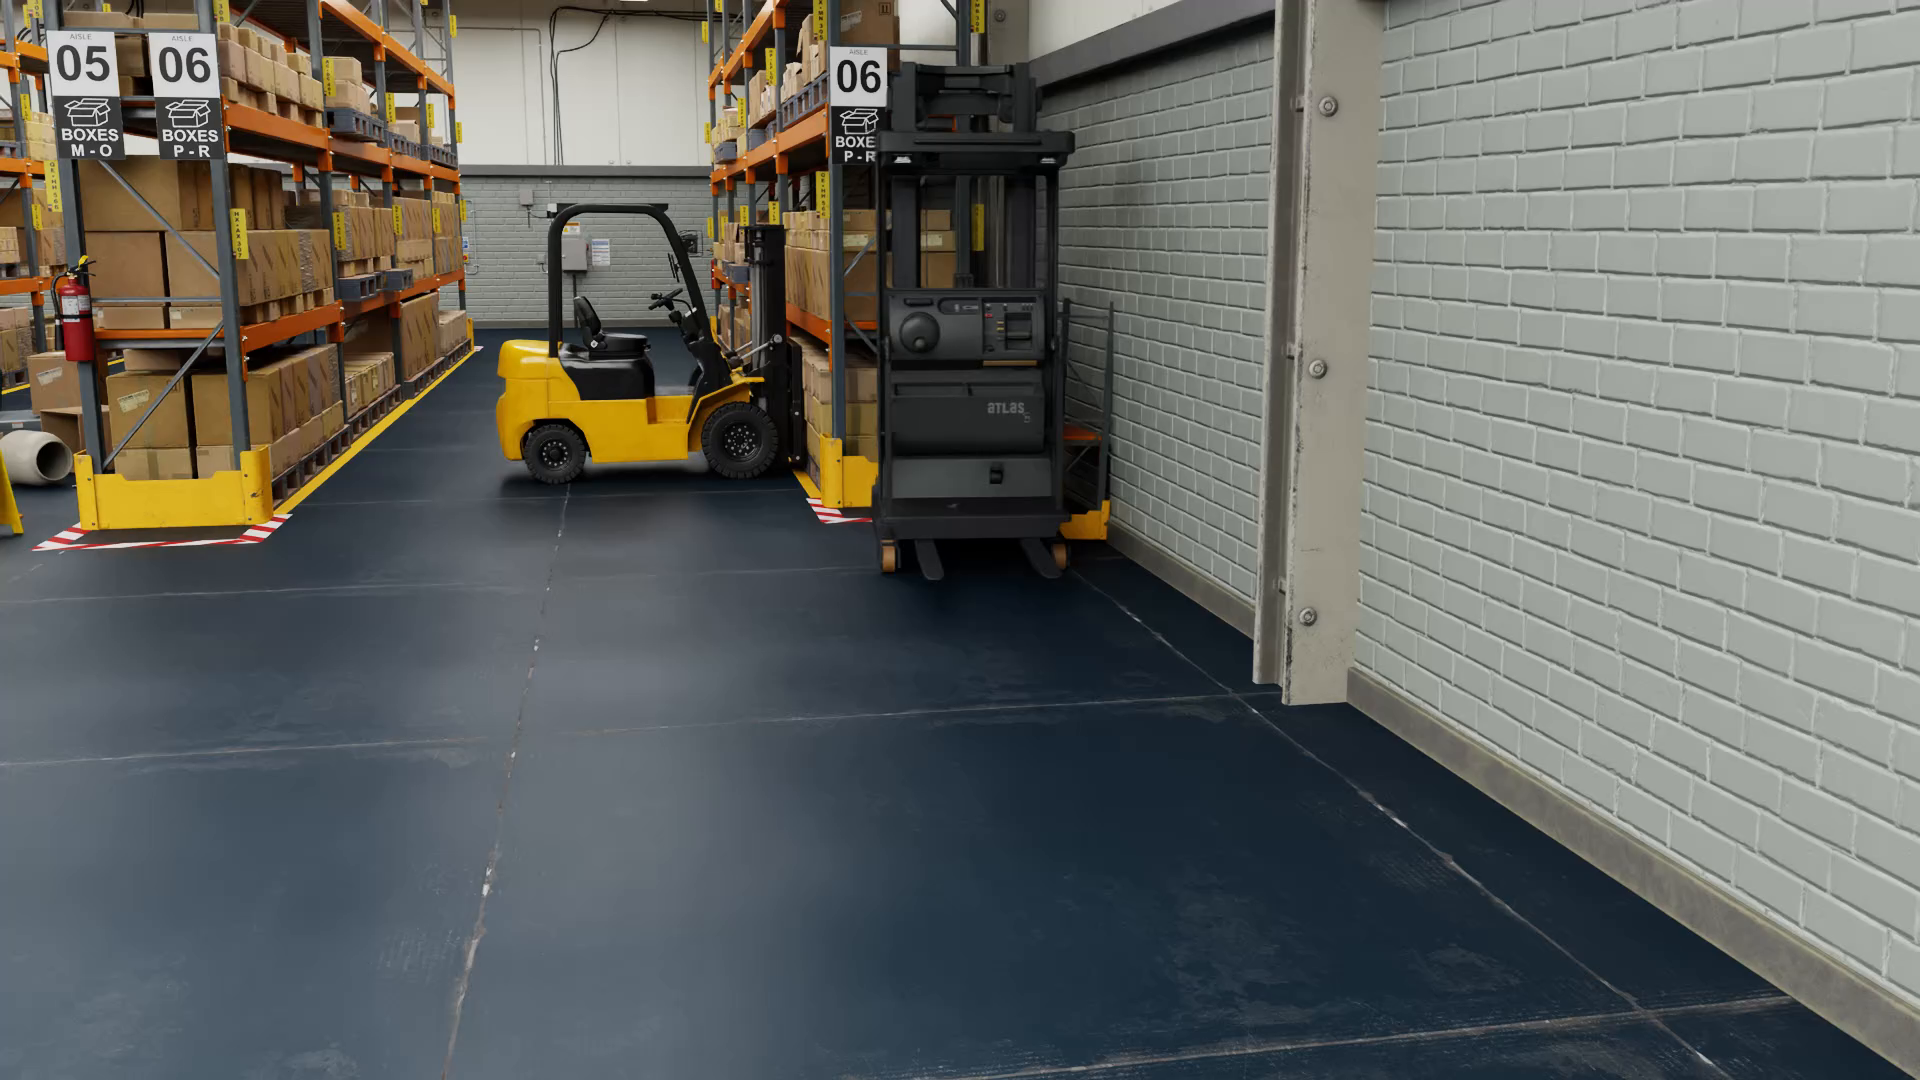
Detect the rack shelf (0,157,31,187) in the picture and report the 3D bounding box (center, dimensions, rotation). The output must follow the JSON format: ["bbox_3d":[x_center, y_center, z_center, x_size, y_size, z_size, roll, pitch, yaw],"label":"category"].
[{"bbox_3d":[-12.074,-4.331,19.332,1.077,0.370,4.000,-2,11,-11],"label":"rack shelf"}]

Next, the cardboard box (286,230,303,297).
[{"bbox_3d":[-5.424,-2.149,12.902,0.500,0.500,0.500,-2,11,-12],"label":"cardboard box"}]

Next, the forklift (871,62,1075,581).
[{"bbox_3d":[0.061,-1.308,9.731,1.130,2.935,3.031,-1,11,-4],"label":"forklift"}]

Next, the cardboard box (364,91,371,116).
[{"bbox_3d":[-6.011,-4.222,16.110,0.500,0.250,0.500,-2,11,-12],"label":"cardboard box"}]

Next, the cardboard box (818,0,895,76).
[{"bbox_3d":[-0.750,-3.607,11.946,0.500,0.500,0.500,-2,11,-9],"label":"cardboard box"}]

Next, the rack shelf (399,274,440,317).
[{"bbox_3d":[-7.238,-3.056,20.655,1.077,0.370,4.000,-2,11,-11],"label":"rack shelf"}]

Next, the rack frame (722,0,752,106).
[{"bbox_3d":[-2.759,-6.905,22.906,1.000,3.000,0.127,-2,11,-11],"label":"rack frame"}]

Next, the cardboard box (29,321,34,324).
[{"bbox_3d":[-13.113,-2.968,23.180,0.380,0.149,0.250,-3,11,-13],"label":"cardboard box"}]

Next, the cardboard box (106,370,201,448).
[{"bbox_3d":[-5.705,-0.937,11.822,0.500,0.500,0.500,-2,11,-11],"label":"cardboard box"}]

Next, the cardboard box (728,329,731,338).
[{"bbox_3d":[-3.225,-2.978,24.508,0.396,0.266,0.258,-2,11,-9],"label":"cardboard box"}]

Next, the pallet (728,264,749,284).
[{"bbox_3d":[-2.182,-3.252,20.271,1.213,0.211,1.003,-2,11,-11],"label":"pallet"}]

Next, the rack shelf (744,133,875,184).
[{"bbox_3d":[-1.592,-3.977,17.472,1.077,0.370,4.000,-2,11,-11],"label":"rack shelf"}]

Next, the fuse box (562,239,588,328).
[{"bbox_3d":[-7.436,-4.960,32.180,0.539,1.711,0.414,-2,11,-11],"label":"fuse box"}]

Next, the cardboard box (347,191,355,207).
[{"bbox_3d":[-6.128,-3.324,16.217,0.380,0.149,0.250,-1,11,-8],"label":"cardboard box"}]

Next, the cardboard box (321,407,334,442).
[{"bbox_3d":[-5.579,-0.969,13.995,0.500,0.250,0.500,-2,11,-13],"label":"cardboard box"}]

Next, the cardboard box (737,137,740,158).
[{"bbox_3d":[-2.515,-4.893,20.761,0.500,0.250,0.500,-2,11,-11],"label":"cardboard box"}]

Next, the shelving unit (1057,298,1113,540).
[{"bbox_3d":[0.581,-0.833,10.923,0.587,1.500,1.083,1,9,-13],"label":"shelving unit"}]

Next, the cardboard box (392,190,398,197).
[{"bbox_3d":[-7.944,-4.733,22.863,0.380,0.149,0.250,-2,11,-10],"label":"cardboard box"}]

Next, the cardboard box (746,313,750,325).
[{"bbox_3d":[-2.556,-2.847,21.457,0.380,0.149,0.250,-3,11,-14],"label":"cardboard box"}]

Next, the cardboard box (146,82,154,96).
[{"bbox_3d":[-5.736,-3.075,11.482,0.380,0.149,0.250,-2,11,-9],"label":"cardboard box"}]

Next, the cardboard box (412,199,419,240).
[{"bbox_3d":[-6.991,-3.961,20.545,0.500,0.500,0.500,-2,11,-10],"label":"cardboard box"}]

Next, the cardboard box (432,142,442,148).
[{"bbox_3d":[-8.069,-5.962,25.259,0.380,0.149,0.250,-3,11,-15],"label":"cardboard box"}]

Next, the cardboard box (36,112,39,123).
[{"bbox_3d":[-12.407,-5.576,21.948,0.380,0.149,0.250,-2,11,-12],"label":"cardboard box"}]

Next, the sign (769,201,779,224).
[{"bbox_3d":[-1.733,-2.999,15.545,0.100,0.325,0.005,-2,11,-11],"label":"sign"}]

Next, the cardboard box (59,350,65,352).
[{"bbox_3d":[-12.270,-2.511,22.368,0.380,0.149,0.250,-2,11,-9],"label":"cardboard box"}]

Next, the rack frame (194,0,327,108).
[{"bbox_3d":[-6.071,-5.256,14.246,1.000,3.000,0.127,-2,11,-11],"label":"rack frame"}]

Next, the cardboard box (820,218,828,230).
[{"bbox_3d":[-0.857,-2.420,12.590,0.380,0.149,0.250,-2,11,-10],"label":"cardboard box"}]

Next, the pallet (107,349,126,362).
[{"bbox_3d":[-13.103,-2.777,24.724,1.003,0.211,1.213,-2,11,-11],"label":"pallet"}]

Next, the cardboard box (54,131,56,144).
[{"bbox_3d":[-12.498,-5.505,22.637,0.500,0.250,0.500,-2,11,-10],"label":"cardboard box"}]

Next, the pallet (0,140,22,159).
[{"bbox_3d":[-12.447,-4.842,20.594,1.213,0.211,1.003,-2,11,-11],"label":"pallet"}]

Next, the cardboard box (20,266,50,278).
[{"bbox_3d":[-12.197,-3.518,21.831,0.380,0.149,0.250,-2,11,-9],"label":"cardboard box"}]

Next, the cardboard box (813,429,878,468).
[{"bbox_3d":[-0.826,-0.687,12.514,0.500,0.250,0.500,-2,11,-11],"label":"cardboard box"}]

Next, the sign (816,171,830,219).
[{"bbox_3d":[-0.960,-2.425,11.683,0.100,0.325,0.005,-2,11,-11],"label":"sign"}]

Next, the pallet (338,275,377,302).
[{"bbox_3d":[-6.077,-2.360,15.589,1.003,0.211,1.213,-2,11,-11],"label":"pallet"}]

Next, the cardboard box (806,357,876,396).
[{"bbox_3d":[-0.926,-1.270,12.903,0.500,0.250,0.500,-2,11,-10],"label":"cardboard box"}]

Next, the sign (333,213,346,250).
[{"bbox_3d":[-5.540,-2.756,14.837,0.100,0.325,0.005,-2,11,-11],"label":"sign"}]

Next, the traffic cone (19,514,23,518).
[{"bbox_3d":[-6.642,-0.361,11.357,0.336,0.463,0.334,-2,11,-11],"label":"traffic cone"}]

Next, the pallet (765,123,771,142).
[{"bbox_3d":[-1.541,-4.279,17.636,1.003,0.211,1.213,-2,11,-8],"label":"pallet"}]

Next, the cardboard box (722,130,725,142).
[{"bbox_3d":[-2.964,-5.353,22.056,0.380,0.149,0.250,-2,11,-10],"label":"cardboard box"}]

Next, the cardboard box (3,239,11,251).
[{"bbox_3d":[-12.139,-3.693,20.829,0.380,0.149,0.250,-2,11,-11],"label":"cardboard box"}]

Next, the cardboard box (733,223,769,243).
[{"bbox_3d":[-2.480,-3.774,21.101,0.797,0.503,0.637,-2,11,-12],"label":"cardboard box"}]

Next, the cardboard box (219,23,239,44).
[{"bbox_3d":[-5.215,-3.484,11.494,0.380,0.149,0.250,-2,11,-11],"label":"cardboard box"}]

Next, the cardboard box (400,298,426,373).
[{"bbox_3d":[-7.071,-2.499,20.362,0.875,0.875,0.875,-2,11,-10],"label":"cardboard box"}]

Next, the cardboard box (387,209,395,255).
[{"bbox_3d":[-6.488,-3.371,18.200,0.500,0.500,0.500,-2,11,-13],"label":"cardboard box"}]

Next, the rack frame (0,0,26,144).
[{"bbox_3d":[-12.463,-6.525,20.911,1.000,3.000,0.127,-2,11,-11],"label":"rack frame"}]

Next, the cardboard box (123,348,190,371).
[{"bbox_3d":[-5.842,-1.320,12.102,0.380,0.149,0.250,-2,11,-9],"label":"cardboard box"}]

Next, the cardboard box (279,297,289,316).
[{"bbox_3d":[-5.411,-1.810,12.853,0.380,0.149,0.250,-2,11,-13],"label":"cardboard box"}]

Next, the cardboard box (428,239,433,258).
[{"bbox_3d":[-7.303,-3.876,22.104,0.500,0.250,0.500,-2,11,-11],"label":"cardboard box"}]

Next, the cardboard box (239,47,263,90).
[{"bbox_3d":[-5.218,-3.316,11.680,0.500,0.250,0.500,-2,11,-12],"label":"cardboard box"}]

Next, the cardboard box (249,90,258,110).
[{"bbox_3d":[-5.324,-3.186,12.063,0.380,0.149,0.250,-2,11,-13],"label":"cardboard box"}]

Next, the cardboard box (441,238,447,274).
[{"bbox_3d":[-7.555,-4.014,23.494,0.500,0.500,0.500,-2,11,-11],"label":"cardboard box"}]

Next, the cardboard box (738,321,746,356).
[{"bbox_3d":[-2.680,-2.650,22.160,0.500,0.500,0.500,-2,11,-13],"label":"cardboard box"}]

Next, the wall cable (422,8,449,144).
[{"bbox_3d":[-9.788,-8.490,31.236,0.463,3.000,0.029,-2,11,-11],"label":"wall cable"}]
